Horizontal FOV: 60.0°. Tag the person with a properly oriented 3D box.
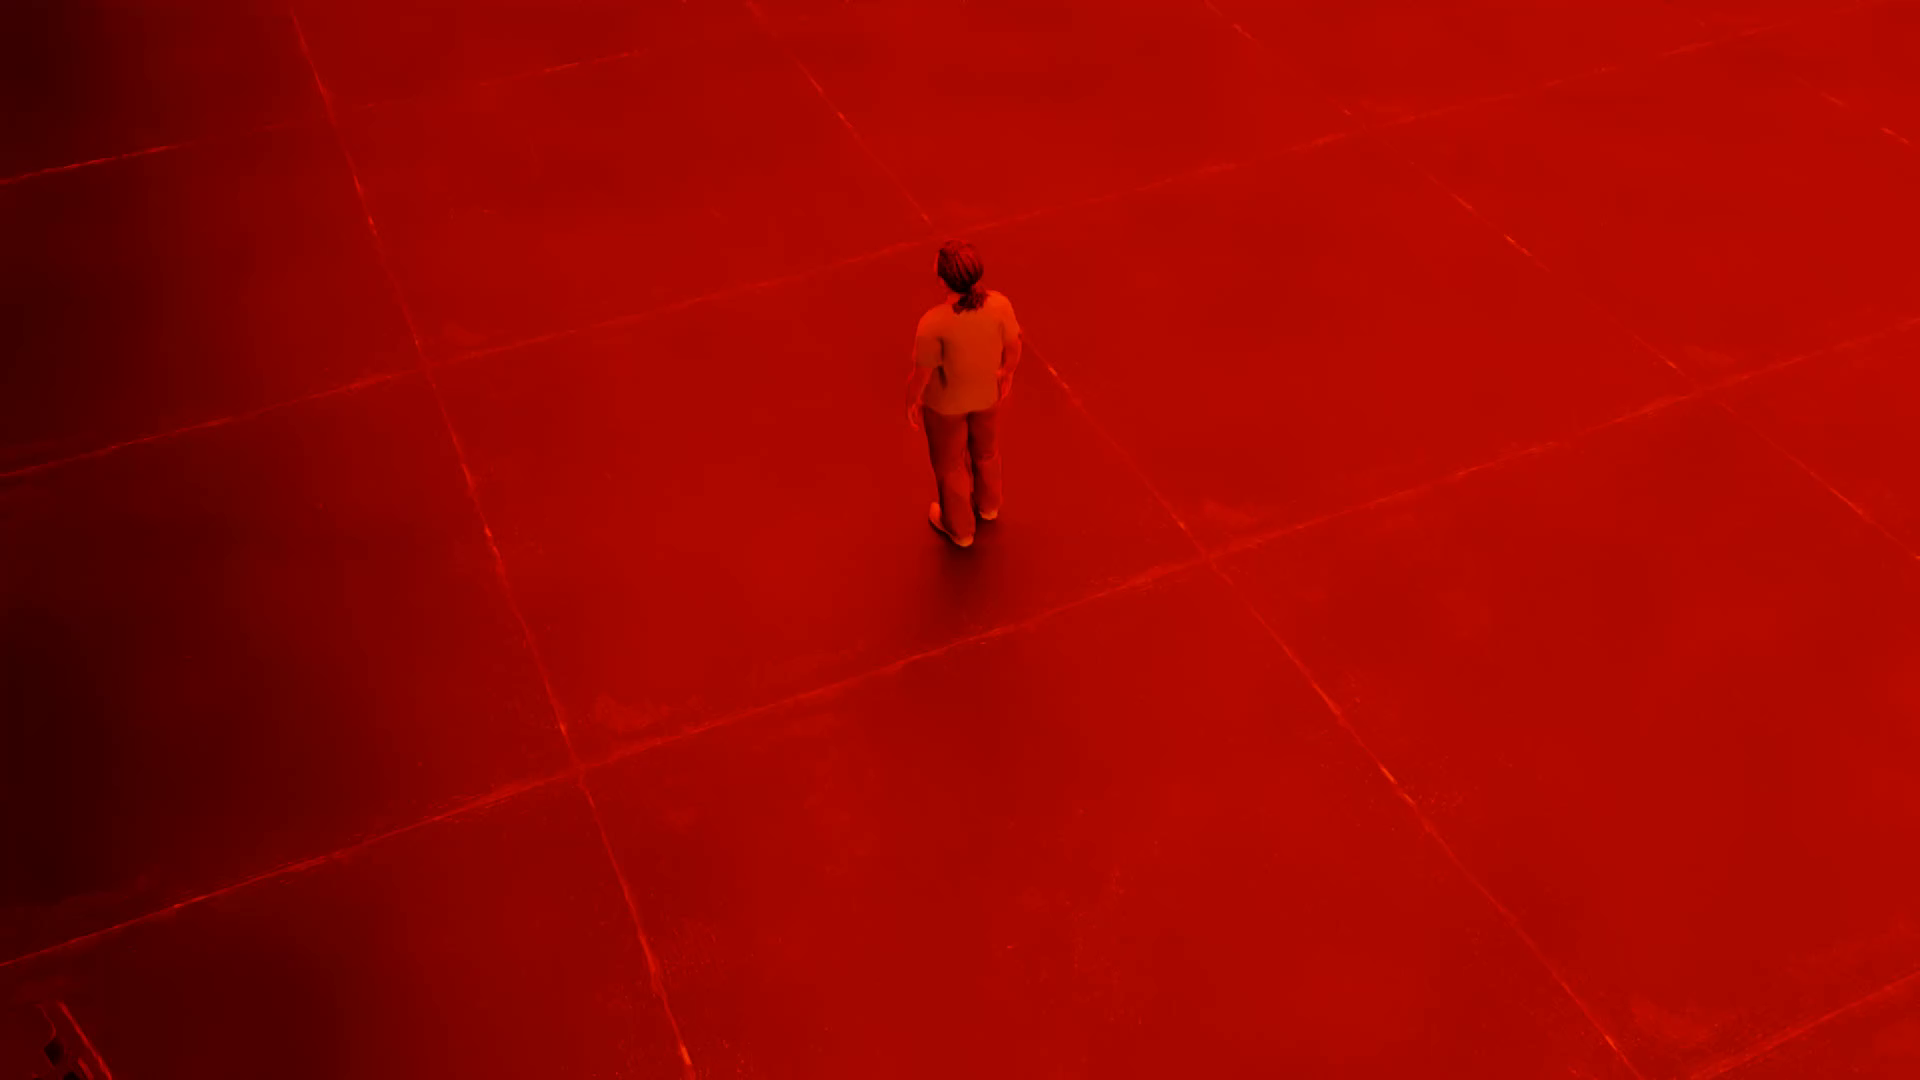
[{"bbox_3d":[-0.021,-0.666,7.304,0.554,1.673,0.548,-18,46,-18],"label":"person"}]
